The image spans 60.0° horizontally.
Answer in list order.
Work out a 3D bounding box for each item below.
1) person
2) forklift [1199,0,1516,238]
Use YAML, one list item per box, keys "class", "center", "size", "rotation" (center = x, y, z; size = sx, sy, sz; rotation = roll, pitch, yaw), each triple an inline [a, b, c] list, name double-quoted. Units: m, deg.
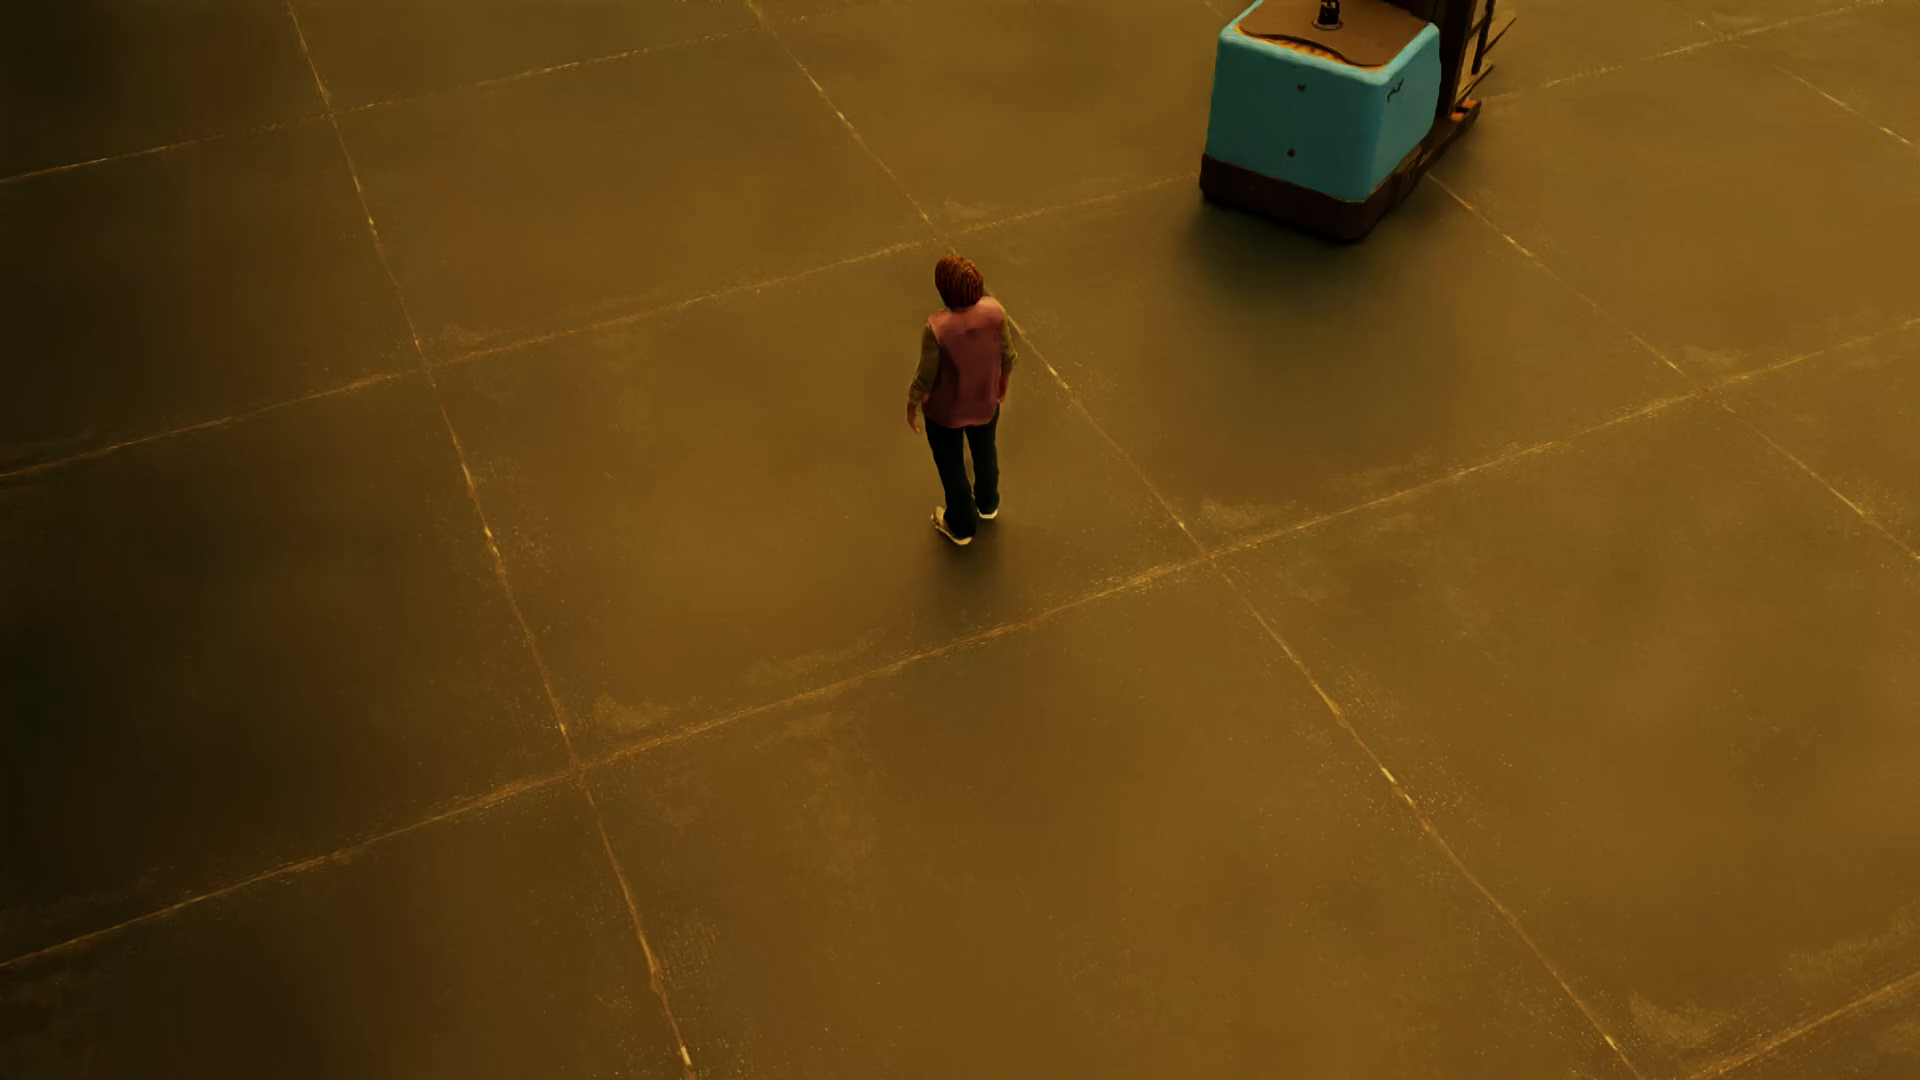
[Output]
- class: "person"
  center: [-0.019, -0.639, 7.332]
  size: [0.520, 1.597, 0.474]
  rotation: [-18, 46, -18]
- class: "forklift"
  center: [2.679, -3.786, 9.736]
  size: [1.130, 2.935, 3.031]
  rotation: [25, 48, 24]
